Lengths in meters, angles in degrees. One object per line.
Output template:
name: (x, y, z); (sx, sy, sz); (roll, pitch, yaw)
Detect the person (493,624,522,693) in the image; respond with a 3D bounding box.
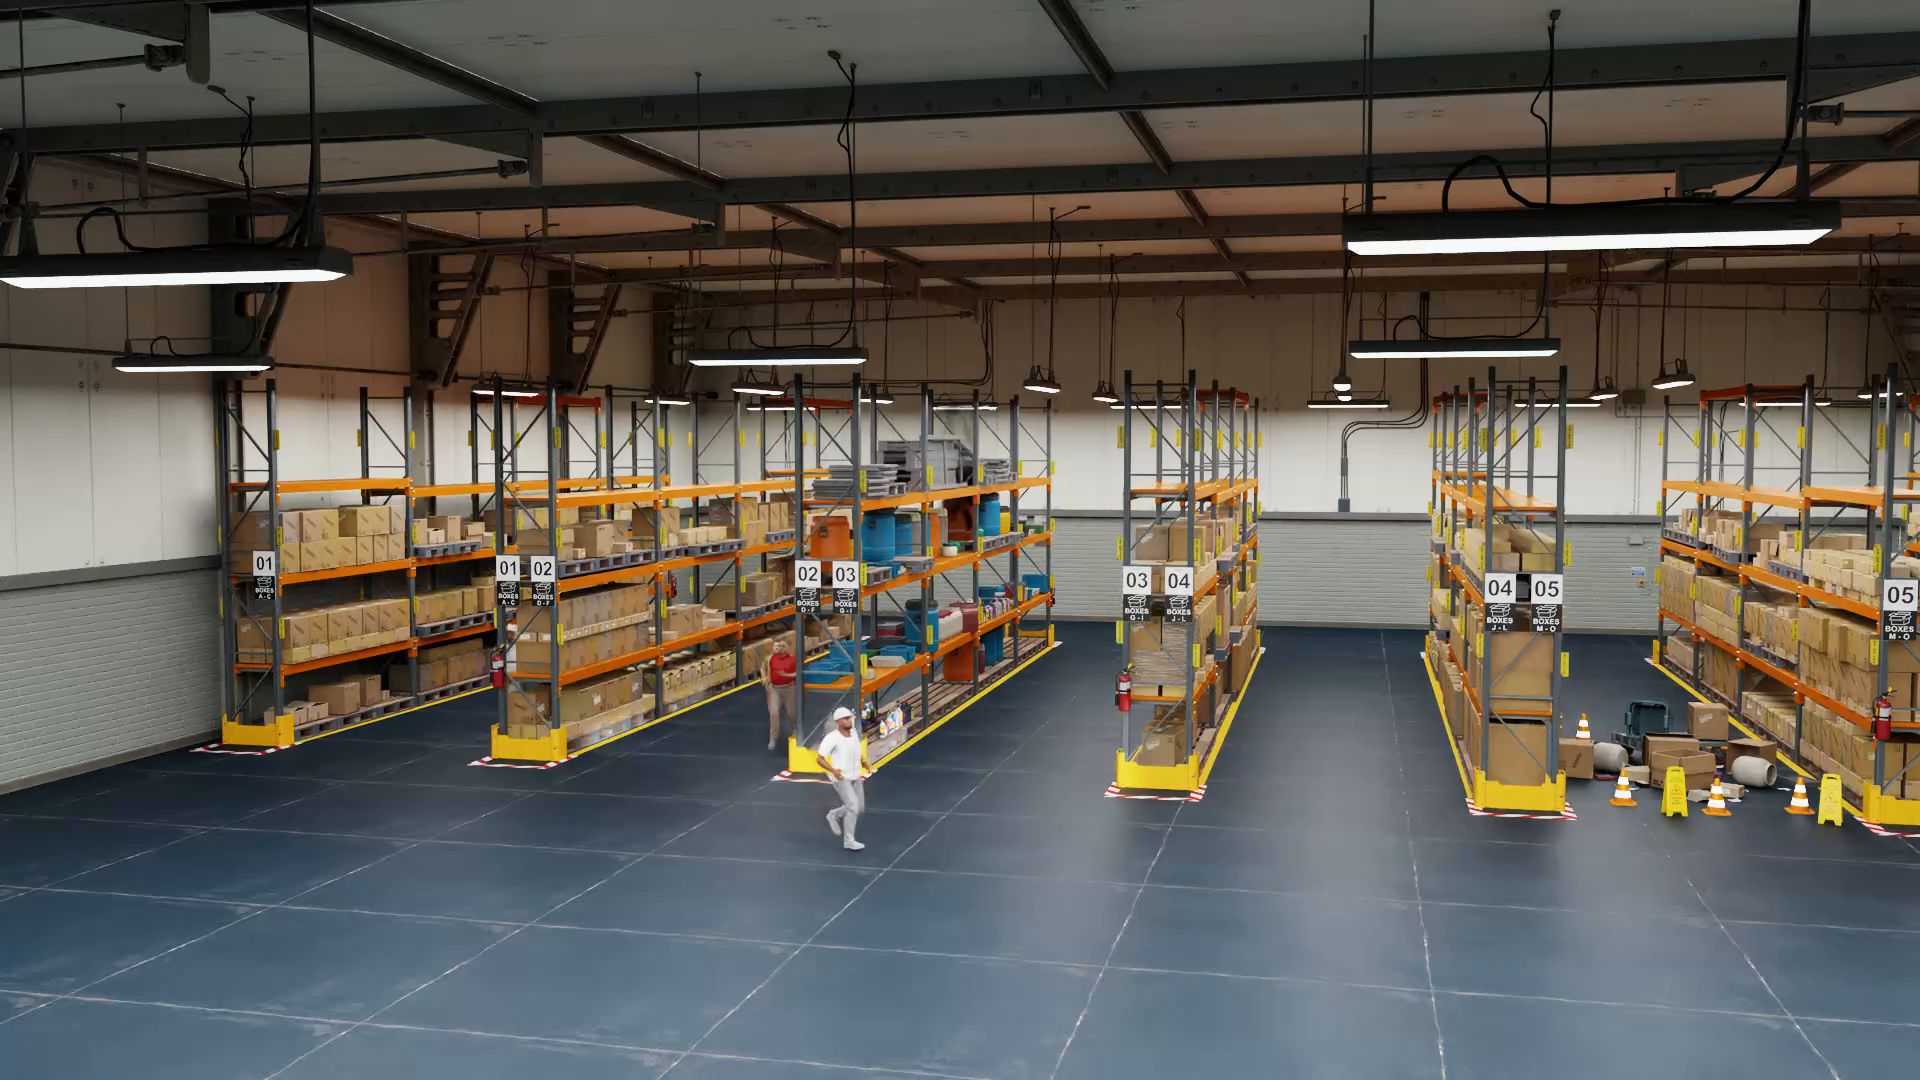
person: (-7.890, 2.381, 29.245); (0.669, 1.829, 0.726); (1, 4, 13)

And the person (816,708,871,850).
person: (-1.437, 2.915, 20.429); (0.696, 1.723, 0.704); (3, 4, 38)

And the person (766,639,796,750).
person: (-2.882, 2.491, 27.166); (0.658, 1.725, 0.976); (1, 4, 12)

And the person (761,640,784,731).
person: (-3.096, 2.496, 28.226); (0.596, 1.624, 0.597); (0, 3, 1)
